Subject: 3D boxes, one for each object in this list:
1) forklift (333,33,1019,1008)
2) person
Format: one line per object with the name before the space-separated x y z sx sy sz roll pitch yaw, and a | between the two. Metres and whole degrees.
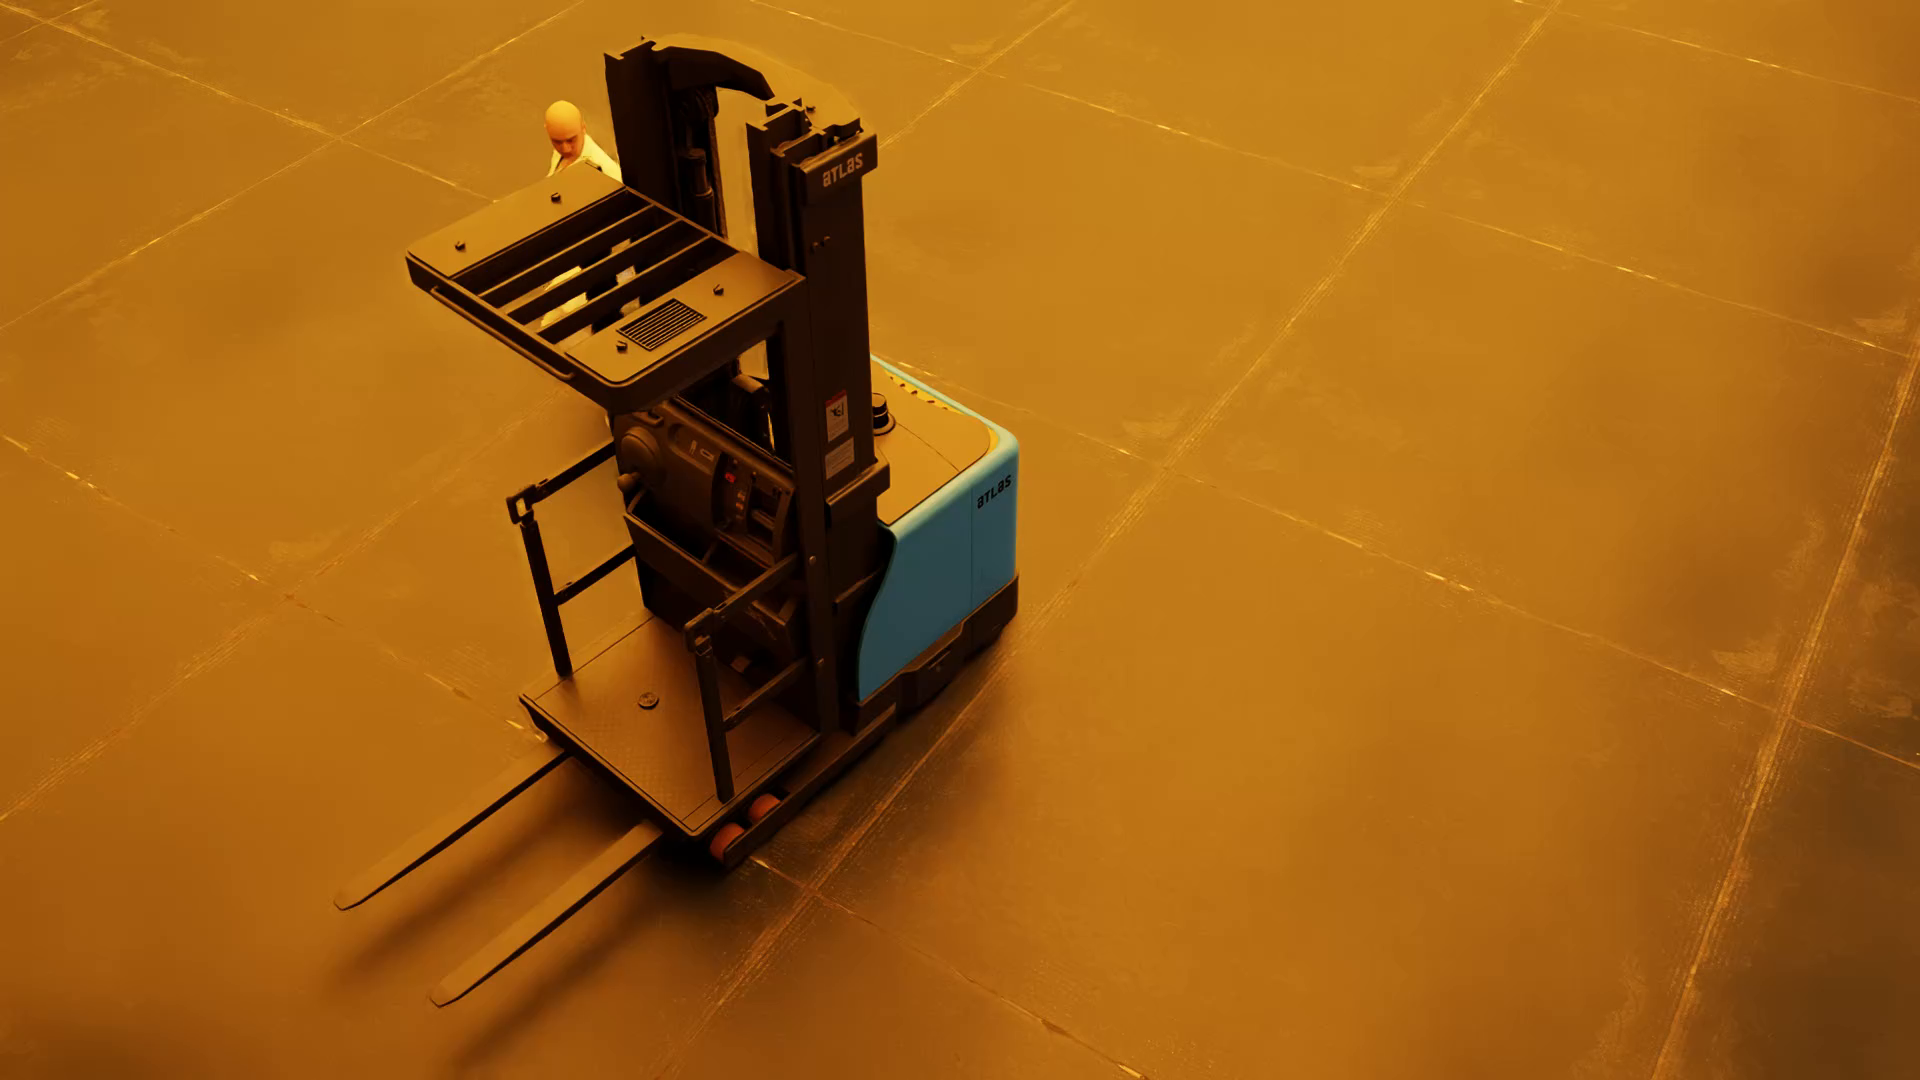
forklift | -1.094 -0.172 6.030 1.130 2.935 3.031 31 52 29
person | -1.840 -1.380 8.235 0.650 1.677 0.868 -10 44 -11
